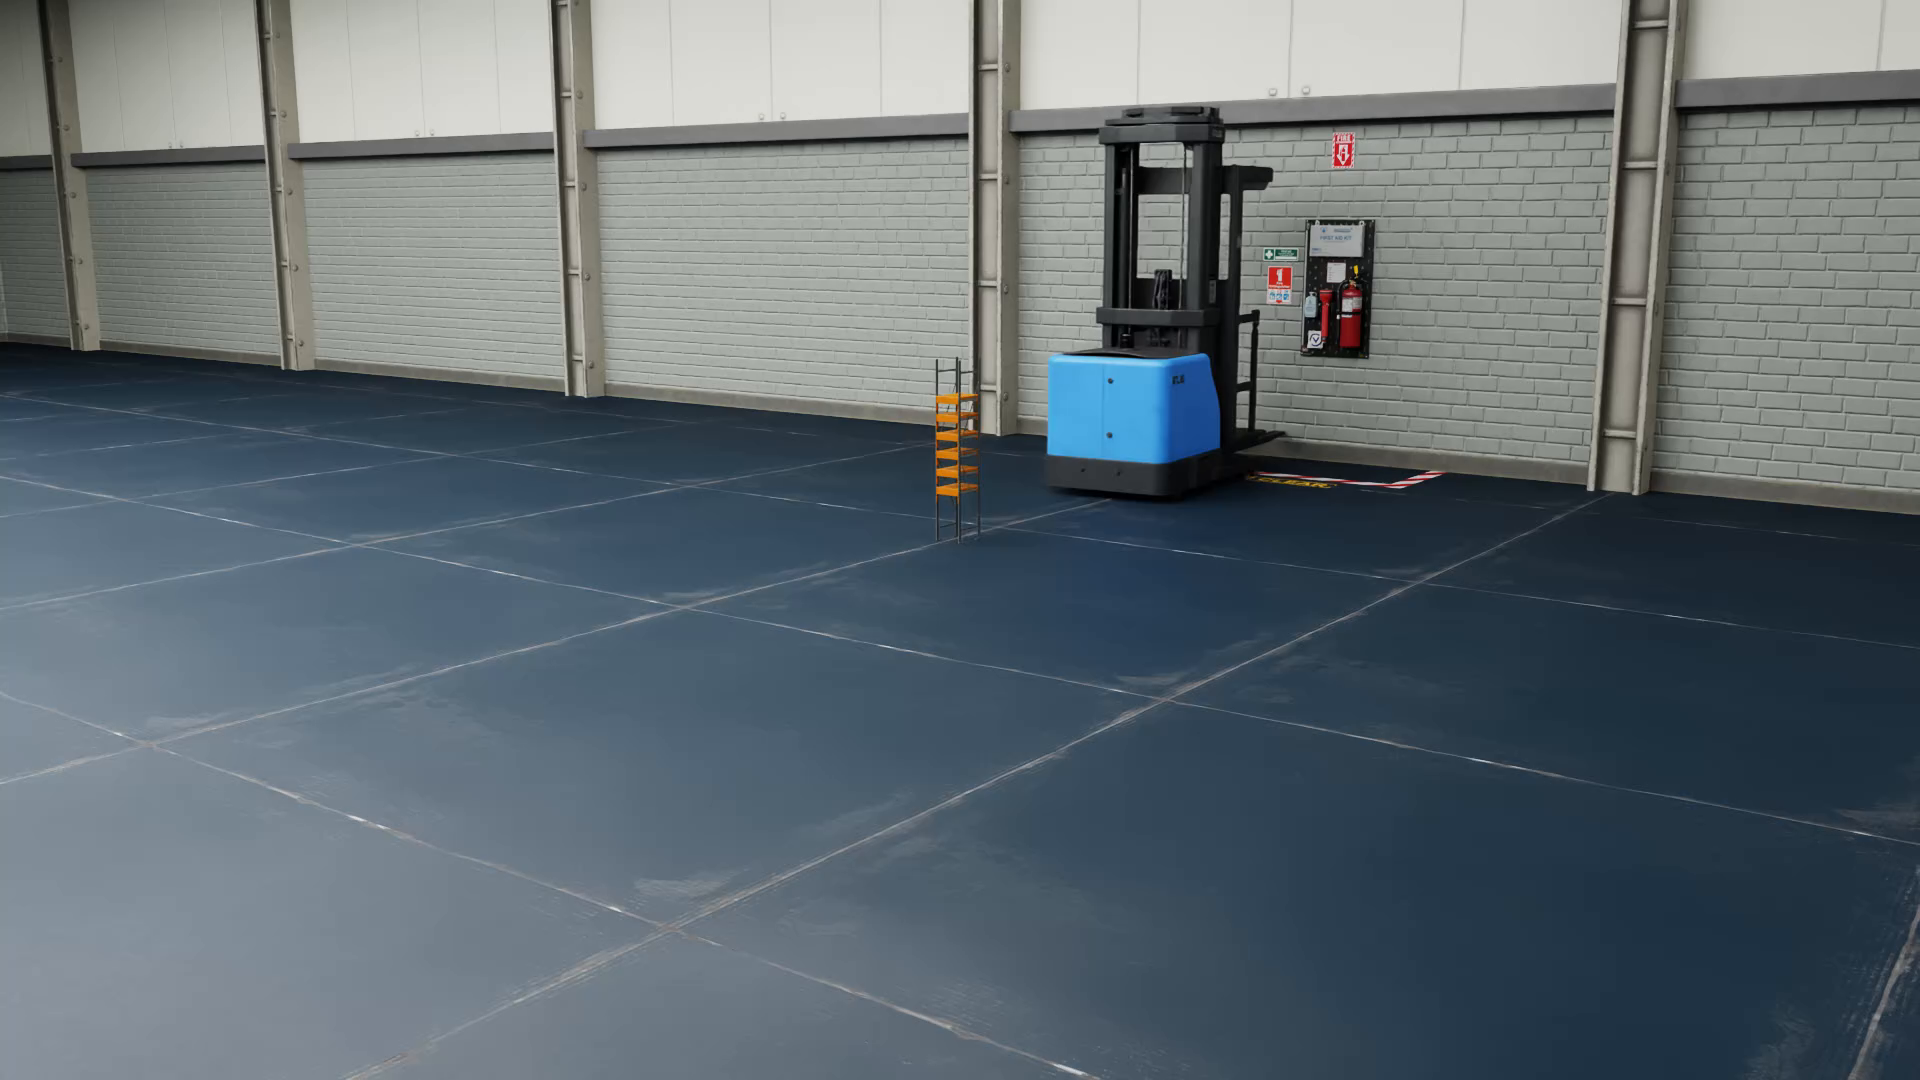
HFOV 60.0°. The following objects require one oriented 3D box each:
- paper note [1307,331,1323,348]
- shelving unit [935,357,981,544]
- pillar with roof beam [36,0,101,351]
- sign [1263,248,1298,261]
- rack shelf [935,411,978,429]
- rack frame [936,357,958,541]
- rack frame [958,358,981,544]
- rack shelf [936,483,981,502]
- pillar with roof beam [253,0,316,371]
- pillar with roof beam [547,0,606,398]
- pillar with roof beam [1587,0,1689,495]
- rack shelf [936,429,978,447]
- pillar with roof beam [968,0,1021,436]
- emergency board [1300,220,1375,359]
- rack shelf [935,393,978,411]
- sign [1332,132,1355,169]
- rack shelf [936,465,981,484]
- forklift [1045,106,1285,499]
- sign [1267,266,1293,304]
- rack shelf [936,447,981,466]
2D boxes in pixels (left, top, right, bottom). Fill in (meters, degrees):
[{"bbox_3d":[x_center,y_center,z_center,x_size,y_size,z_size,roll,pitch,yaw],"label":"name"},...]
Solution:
[{"bbox_3d":[3.095,-1.745,14.473,0.142,0.148,0.016,8,13,36],"label":"paper note"},{"bbox_3d":[-0.012,-0.591,10.924,0.189,1.200,0.258,8,13,36],"label":"shelving unit"},{"bbox_3d":[-16.726,-6.848,22.736,0.400,9.000,9.100,8,13,36],"label":"pillar with roof beam"},{"bbox_3d":[2.811,-2.501,14.571,0.331,0.109,0.001,8,13,36],"label":"sign"},{"bbox_3d":[-0.012,-0.783,10.887,0.180,0.103,0.258,8,13,36],"label":"rack shelf"},{"bbox_3d":[-0.085,-0.601,10.977,0.006,1.200,0.240,8,13,36],"label":"rack frame"},{"bbox_3d":[0.062,-0.580,10.871,0.006,1.200,0.240,8,13,36],"label":"rack frame"},{"bbox_3d":[-0.012,-0.311,10.978,0.180,0.103,0.258,8,13,36],"label":"rack shelf"},{"bbox_3d":[-11.890,-6.174,19.249,0.400,9.000,9.100,8,13,36],"label":"pillar with roof beam"},{"bbox_3d":[-7.054,-5.499,15.762,0.400,9.000,9.100,8,13,36],"label":"pillar with roof beam"},{"bbox_3d":[2.618,-4.150,8.789,0.400,9.000,9.100,8,13,36],"label":"pillar with roof beam"},{"bbox_3d":[-0.012,-0.665,10.910,0.180,0.103,0.258,8,13,36],"label":"rack shelf"},{"bbox_3d":[-2.218,-4.824,12.276,0.400,9.000,9.100,8,13,36],"label":"pillar with roof beam"},{"bbox_3d":[3.197,-2.147,14.232,0.643,1.169,0.194,8,13,36],"label":"emergency board"},{"bbox_3d":[-0.012,-0.901,10.864,0.180,0.103,0.258,8,13,36],"label":"rack shelf"},{"bbox_3d":[3.249,-3.302,14.095,0.199,0.298,0.001,8,13,36],"label":"sign"},{"bbox_3d":[-0.012,-0.429,10.955,0.180,0.103,0.258,8,13,36],"label":"rack shelf"},{"bbox_3d":[1.853,-1.985,13.576,1.130,2.935,3.031,7,13,31],"label":"forklift"},{"bbox_3d":[2.812,-2.243,14.631,0.234,0.329,0.001,8,13,36],"label":"sign"},{"bbox_3d":[-0.012,-0.547,10.933,0.180,0.103,0.258,8,13,36],"label":"rack shelf"}]
